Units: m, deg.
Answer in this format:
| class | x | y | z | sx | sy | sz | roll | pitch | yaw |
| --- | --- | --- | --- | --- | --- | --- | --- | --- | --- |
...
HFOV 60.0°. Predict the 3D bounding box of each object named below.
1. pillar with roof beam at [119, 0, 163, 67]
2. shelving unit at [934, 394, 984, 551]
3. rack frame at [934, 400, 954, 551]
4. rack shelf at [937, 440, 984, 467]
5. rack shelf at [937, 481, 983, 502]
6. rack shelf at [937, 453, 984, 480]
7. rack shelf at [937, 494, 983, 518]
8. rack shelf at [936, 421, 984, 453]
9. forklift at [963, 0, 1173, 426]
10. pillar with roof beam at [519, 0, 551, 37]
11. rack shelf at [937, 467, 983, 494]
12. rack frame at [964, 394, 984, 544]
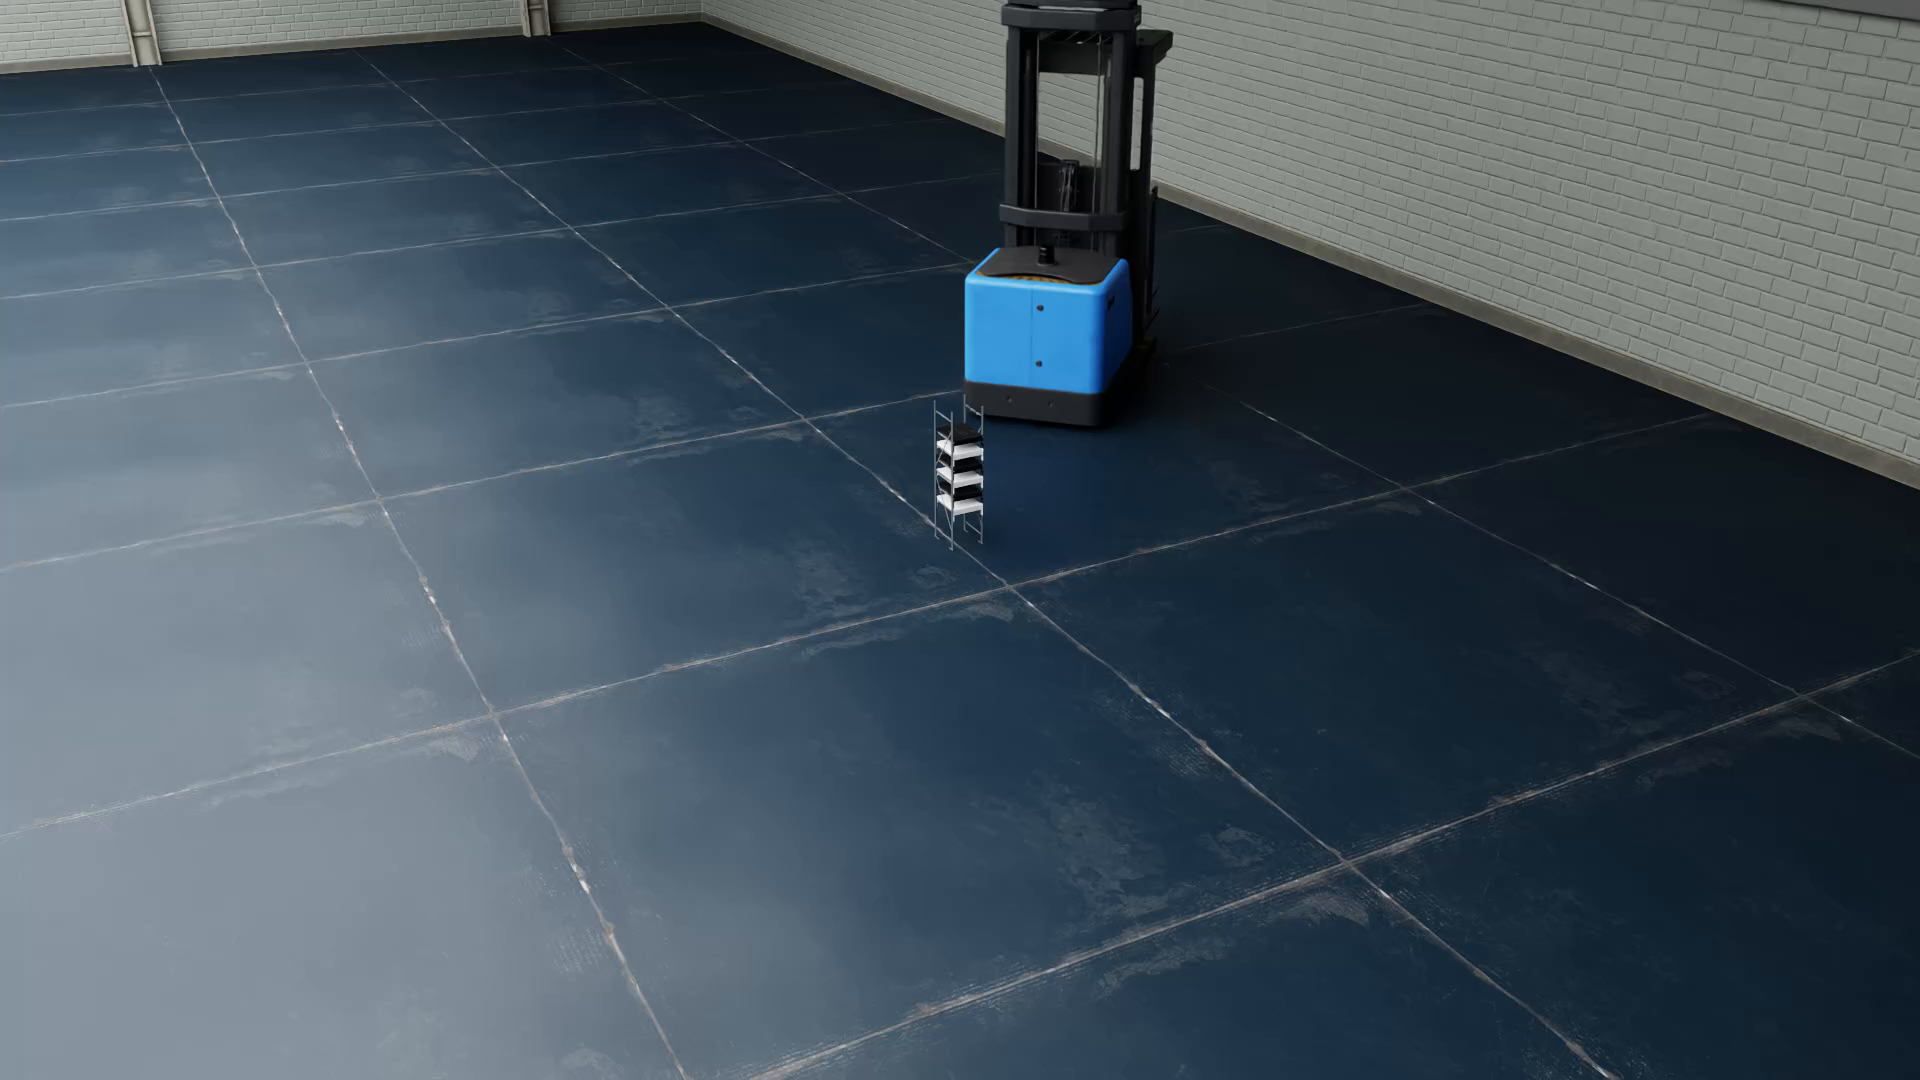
| class | x | y | z | sx | sy | sz | roll | pitch | yaw |
| --- | --- | --- | --- | --- | --- | --- | --- | --- | --- |
| pillar with roof beam | -10.369 | -9.671 | 19.997 | 0.400 | 9.000 | 9.100 | -13 | 29 | -25 |
| shelving unit | -0.007 | -0.404 | 10.052 | 0.210 | 0.900 | 0.258 | -13 | 29 | -25 |
| rack frame | -0.097 | -0.383 | 10.009 | 0.006 | 0.900 | 0.240 | -13 | 29 | -25 |
| rack shelf | -0.007 | -0.536 | 9.988 | 0.200 | 0.077 | 0.258 | -13 | 29 | -25 |
| rack shelf | -0.007 | -0.293 | 10.105 | 0.200 | 0.077 | 0.258 | -13 | 29 | -25 |
| rack shelf | -0.007 | -0.455 | 10.027 | 0.200 | 0.077 | 0.258 | -13 | 29 | -25 |
| rack shelf | -0.007 | -0.212 | 10.144 | 0.200 | 0.077 | 0.258 | -13 | 29 | -25 |
| rack shelf | -0.007 | -0.617 | 9.949 | 0.200 | 0.077 | 0.258 | -13 | 29 | -25 |
| forklift | 0.940 | -2.742 | 12.574 | 1.130 | 2.935 | 3.031 | 8 | 27 | 15 |
| pillar with roof beam | -5.075 | -10.893 | 22.542 | 0.400 | 9.000 | 9.100 | -13 | 29 | -25 |
| rack shelf | -0.007 | -0.374 | 10.066 | 0.200 | 0.077 | 0.258 | -13 | 29 | -25 |
| rack frame | 0.083 | -0.425 | 10.095 | 0.006 | 0.900 | 0.240 | -13 | 29 | -25 |
